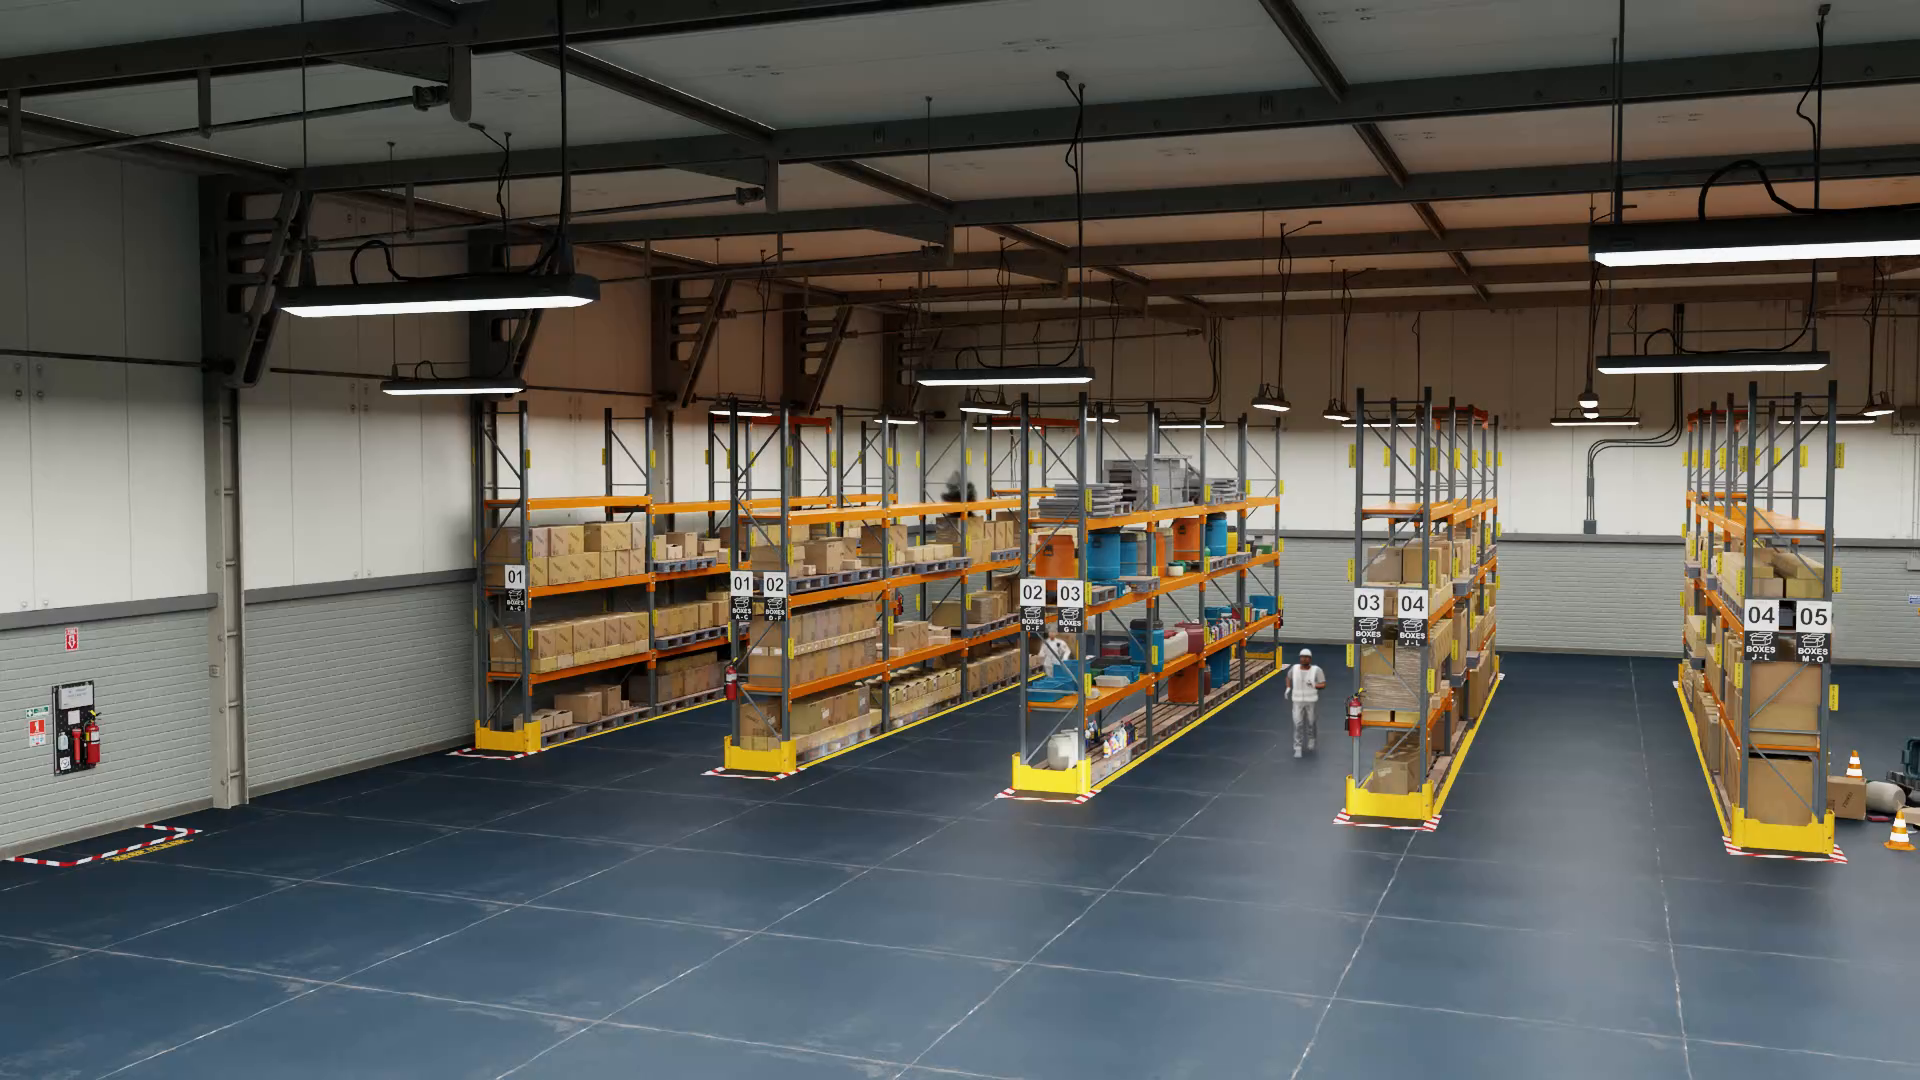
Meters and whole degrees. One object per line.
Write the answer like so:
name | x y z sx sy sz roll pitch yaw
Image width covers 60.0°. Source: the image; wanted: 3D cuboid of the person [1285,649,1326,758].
person | 5.808 2.717 27.993 0.683 1.771 0.997 1 3 17

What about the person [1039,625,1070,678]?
person | 1.851 2.552 33.131 0.594 1.711 0.622 1 3 16
